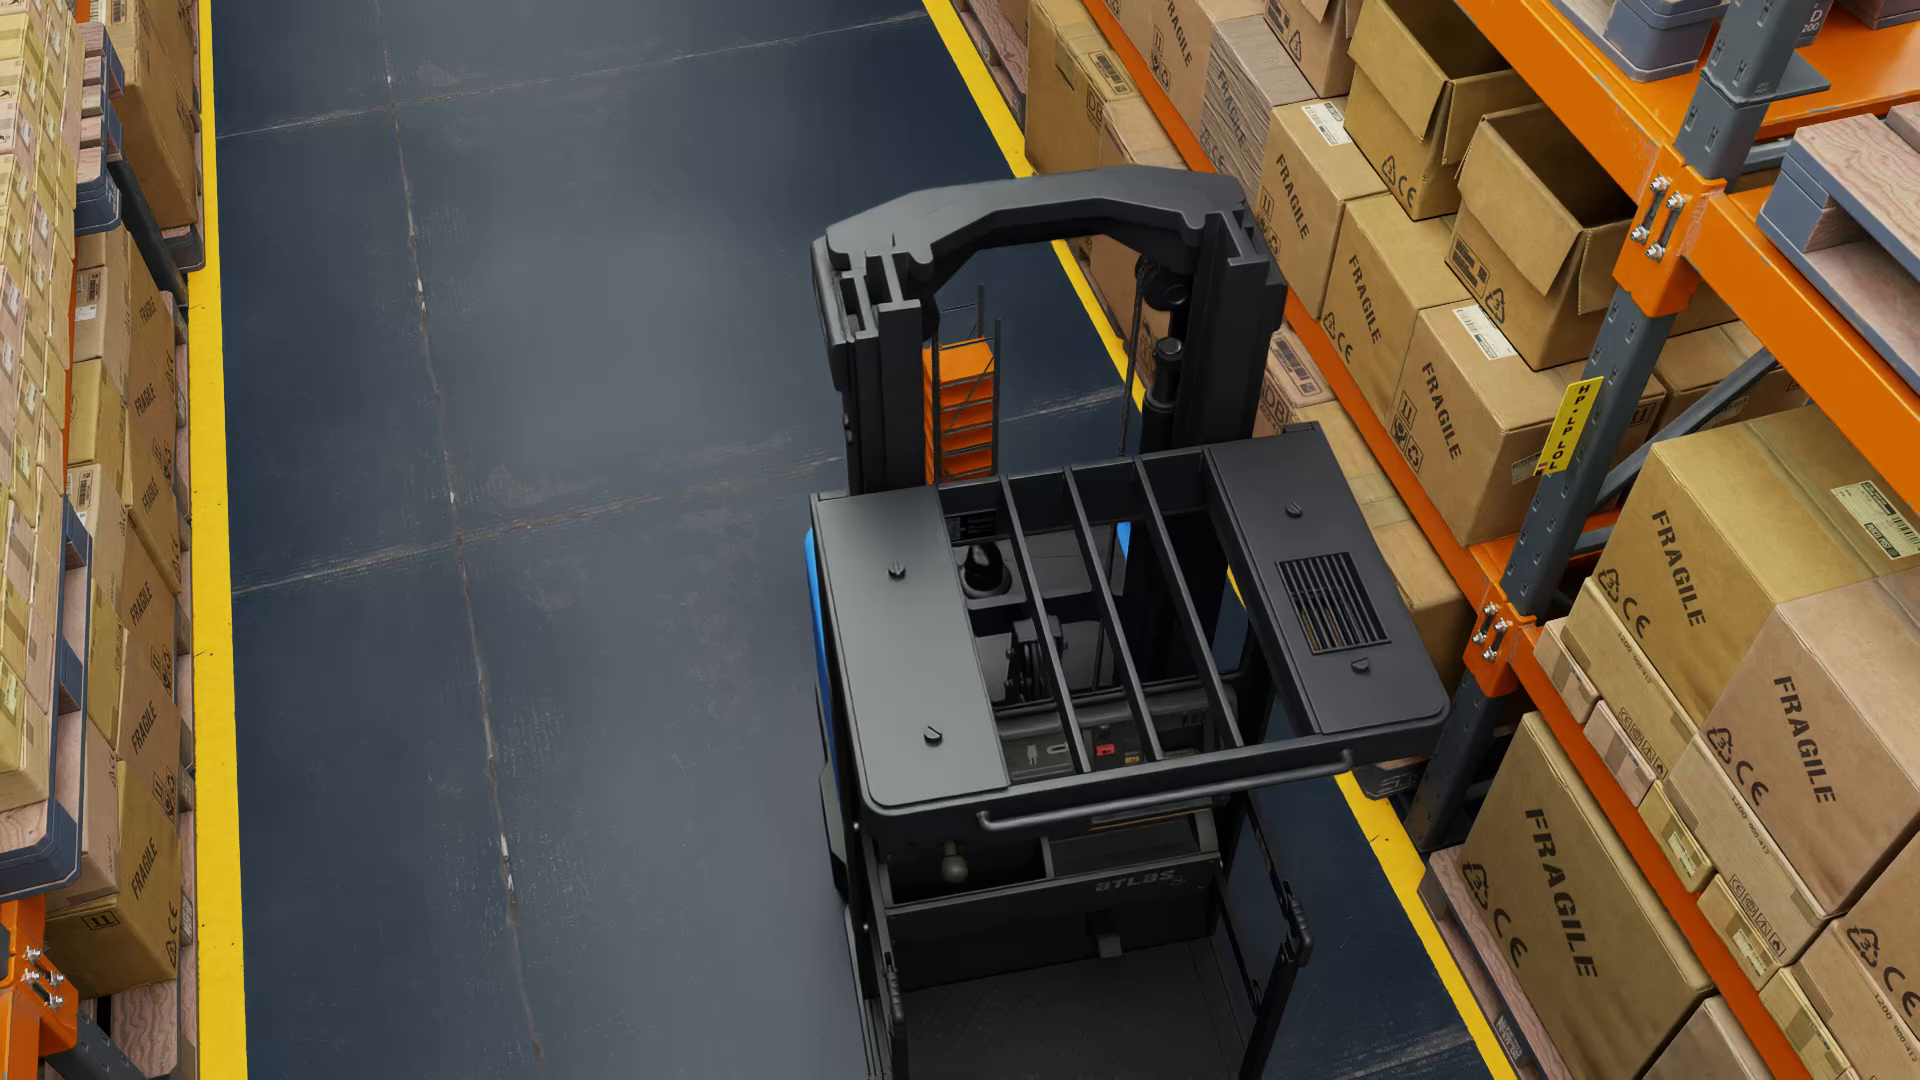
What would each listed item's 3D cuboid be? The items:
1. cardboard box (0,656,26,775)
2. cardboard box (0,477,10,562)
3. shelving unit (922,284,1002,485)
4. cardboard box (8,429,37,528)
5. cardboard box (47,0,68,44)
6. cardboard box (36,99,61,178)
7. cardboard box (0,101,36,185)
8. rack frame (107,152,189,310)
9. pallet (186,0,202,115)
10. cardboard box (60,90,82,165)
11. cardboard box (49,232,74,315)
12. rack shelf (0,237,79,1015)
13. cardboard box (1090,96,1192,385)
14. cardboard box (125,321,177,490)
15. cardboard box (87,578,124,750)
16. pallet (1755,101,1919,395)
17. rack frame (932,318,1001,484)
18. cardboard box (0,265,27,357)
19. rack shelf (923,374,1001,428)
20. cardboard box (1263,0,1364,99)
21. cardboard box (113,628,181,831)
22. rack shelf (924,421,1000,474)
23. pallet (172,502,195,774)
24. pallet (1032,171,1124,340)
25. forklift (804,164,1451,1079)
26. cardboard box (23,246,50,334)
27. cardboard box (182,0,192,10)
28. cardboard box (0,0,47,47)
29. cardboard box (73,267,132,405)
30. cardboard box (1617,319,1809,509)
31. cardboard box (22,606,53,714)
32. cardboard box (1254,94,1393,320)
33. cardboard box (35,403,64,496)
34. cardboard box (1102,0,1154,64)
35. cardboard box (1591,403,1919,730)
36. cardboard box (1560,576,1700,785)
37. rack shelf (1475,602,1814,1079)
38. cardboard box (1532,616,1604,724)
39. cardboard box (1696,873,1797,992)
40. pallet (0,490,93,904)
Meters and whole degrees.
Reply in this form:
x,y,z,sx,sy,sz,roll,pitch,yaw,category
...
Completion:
x,y,z,sx,sy,sz,roll,pitch,yaw,category
-2.427,0.447,3.896,0.380,0.149,0.250,-13,51,-10,cardboard box
-2.588,-0.039,4.111,0.380,0.149,0.250,-13,51,-11,cardboard box
-0.004,-0.397,6.090,0.258,1.200,0.189,-13,51,-11,shelving unit
-2.660,-0.120,4.374,0.380,0.149,0.250,-15,52,-13,cardboard box
-3.352,-1.825,5.812,0.380,0.149,0.250,-12,51,-10,cardboard box
-3.117,-1.256,5.332,0.380,0.149,0.250,-13,51,-11,cardboard box
-3.052,-1.178,5.071,0.380,0.149,0.250,-13,51,-11,cardboard box
-3.933,-1.933,6.207,1.000,3.000,0.127,-13,51,-11,rack frame
-4.451,-2.516,8.523,1.003,0.211,1.213,-13,51,-11,pallet
-3.200,-1.361,5.615,0.380,0.149,0.250,-13,51,-10,cardboard box
-2.973,-0.793,5.136,0.380,0.149,0.250,-12,51,-10,cardboard box
-3.341,-0.240,5.251,1.077,0.370,4.000,-13,51,-11,rack shelf
1.276,-1.269,6.763,1.225,0.875,0.875,-13,51,-11,cardboard box
-3.338,-0.461,6.327,0.500,0.500,0.500,-11,51,-10,cardboard box
-2.876,0.429,5.086,0.500,0.250,0.500,-12,51,-10,cardboard box
2.250,-0.397,3.009,1.003,0.211,1.213,-13,51,-11,pallet
0.023,-0.330,6.034,0.240,1.200,0.006,-13,51,-11,rack frame
-2.810,-0.593,4.578,0.380,0.149,0.250,-12,51,-10,cardboard box
-0.004,-0.523,5.940,0.258,0.103,0.180,-13,51,-11,rack shelf
1.431,-1.833,5.402,0.797,0.503,0.637,-12,51,-10,cardboard box
-2.873,0.673,5.370,0.500,0.500,0.500,-11,51,-9,cardboard box
-0.004,-0.369,6.124,0.258,0.103,0.180,-13,51,-11,rack shelf
-3.346,0.426,6.042,1.003,0.211,1.213,-13,51,-11,pallet
0.996,-1.489,7.657,1.003,0.211,1.213,-13,51,-11,pallet
0.283,0.719,4.016,1.130,2.935,3.031,-8,50,-7,forklift
-2.891,-0.695,4.859,0.380,0.149,0.250,-14,51,-12,cardboard box
-4.564,-3.126,8.410,1.050,0.750,0.750,-13,51,-11,cardboard box
-3.278,-1.741,5.546,0.380,0.149,0.250,-14,51,-11,cardboard box
-3.320,-0.698,6.036,0.500,0.250,0.500,-13,51,-10,cardboard box
2.121,-0.484,4.920,0.500,0.500,0.500,-13,51,-11,cardboard box
-2.514,0.341,4.180,0.380,0.149,0.250,-13,51,-10,cardboard box
1.318,-1.114,5.452,0.500,0.500,0.500,-14,51,-11,cardboard box
-2.734,-0.211,4.646,0.380,0.149,0.250,-15,52,-13,cardboard box
0.874,-2.220,6.384,0.500,0.500,0.500,-15,51,-12,cardboard box
1.916,0.059,3.941,0.500,0.500,0.500,-13,51,-11,cardboard box
1.907,0.296,4.232,0.500,0.250,0.500,-14,51,-12,cardboard box
2.610,1.634,3.671,1.077,0.370,4.000,-13,51,-11,rack shelf
1.788,0.313,4.478,0.380,0.149,0.250,-13,51,-11,cardboard box
2.024,0.889,3.993,0.380,0.149,0.250,-15,51,-12,cardboard box
-2.837,0.459,4.316,1.003,0.211,1.213,-13,51,-11,pallet
